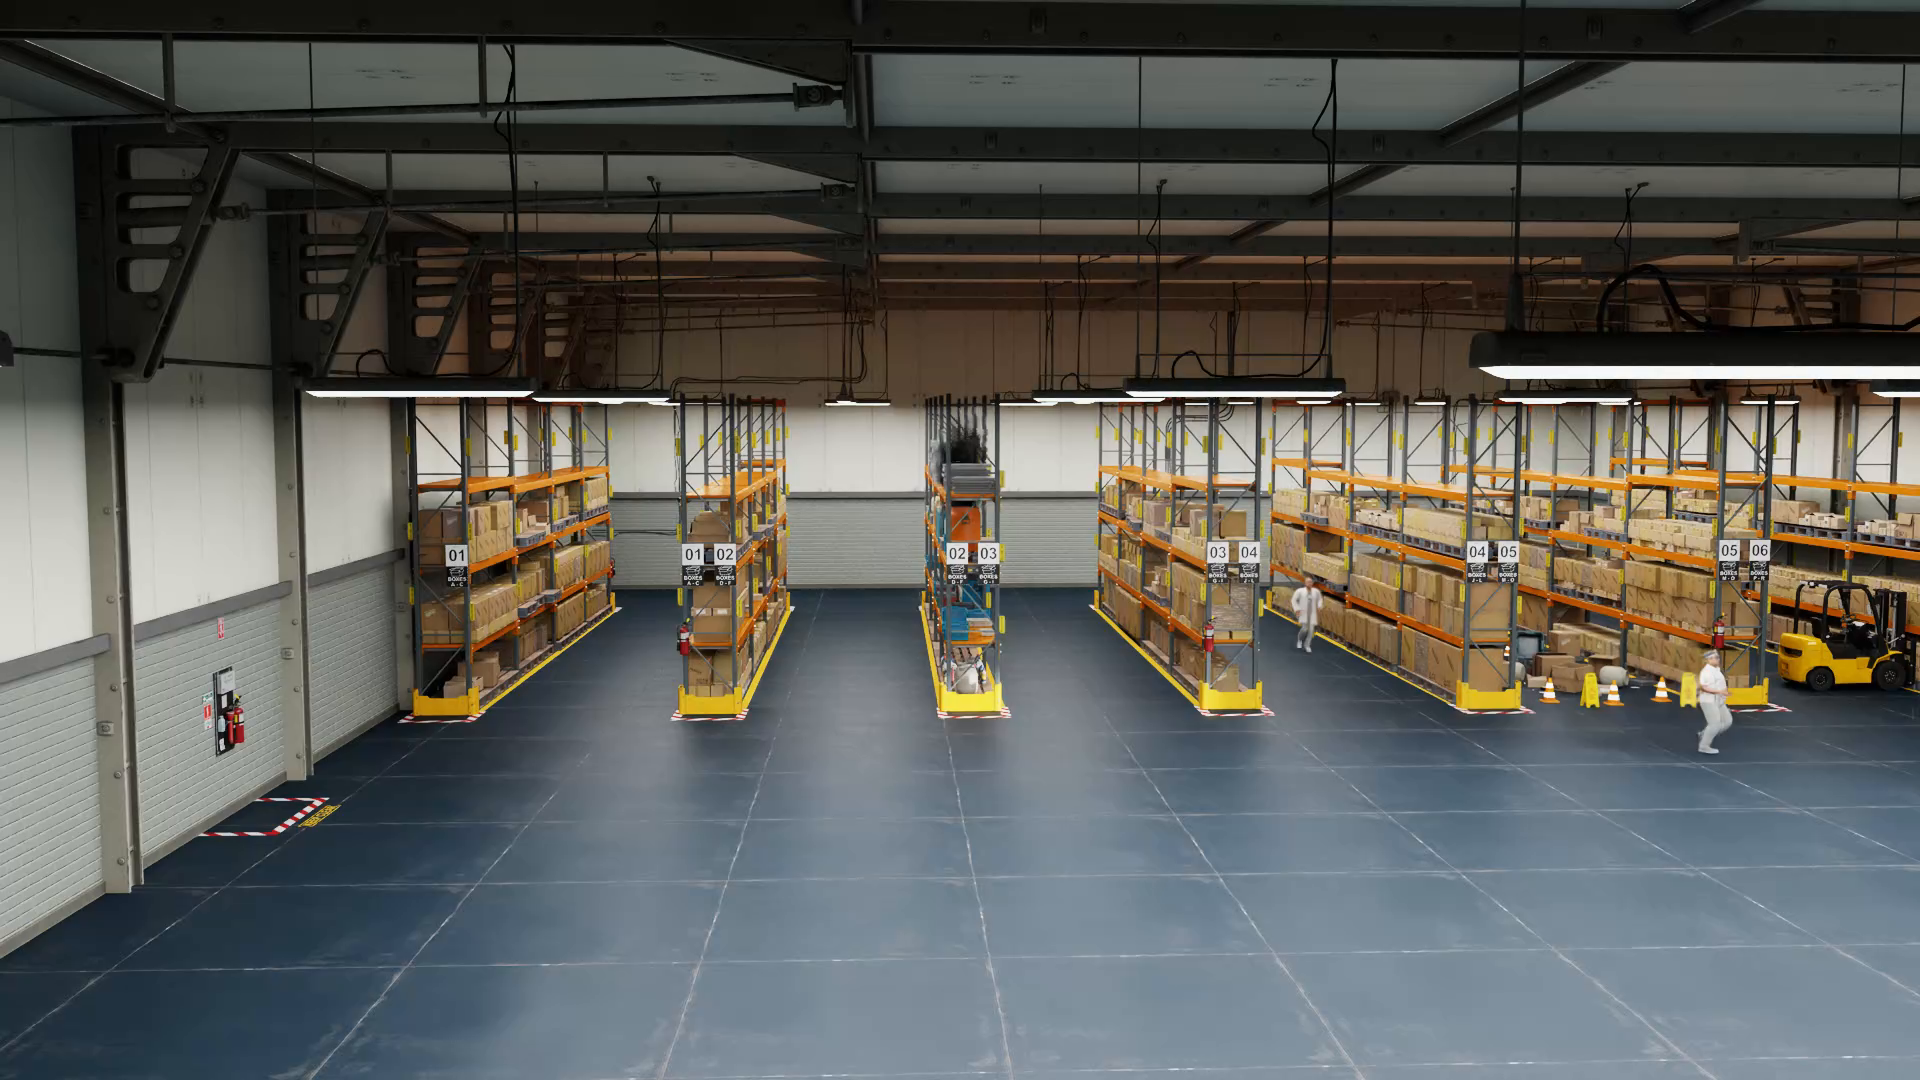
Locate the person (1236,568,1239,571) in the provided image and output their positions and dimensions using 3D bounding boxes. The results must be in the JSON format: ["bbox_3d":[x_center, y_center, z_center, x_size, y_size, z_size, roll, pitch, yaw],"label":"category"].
[{"bbox_3d":[7.611,1.147,47.639,0.648,1.674,0.680,3,5,32],"label":"person"}]

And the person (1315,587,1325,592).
[{"bbox_3d":[10.453,1.010,48.821,0.744,1.655,1.093,-2,5,-26],"label":"person"}]

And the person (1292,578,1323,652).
[{"bbox_3d":[8.208,1.761,39.192,0.727,1.747,0.633,0,5,-5],"label":"person"}]

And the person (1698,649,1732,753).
[{"bbox_3d":[12.542,2.670,27.550,0.588,1.737,0.652,4,6,44],"label":"person"}]
